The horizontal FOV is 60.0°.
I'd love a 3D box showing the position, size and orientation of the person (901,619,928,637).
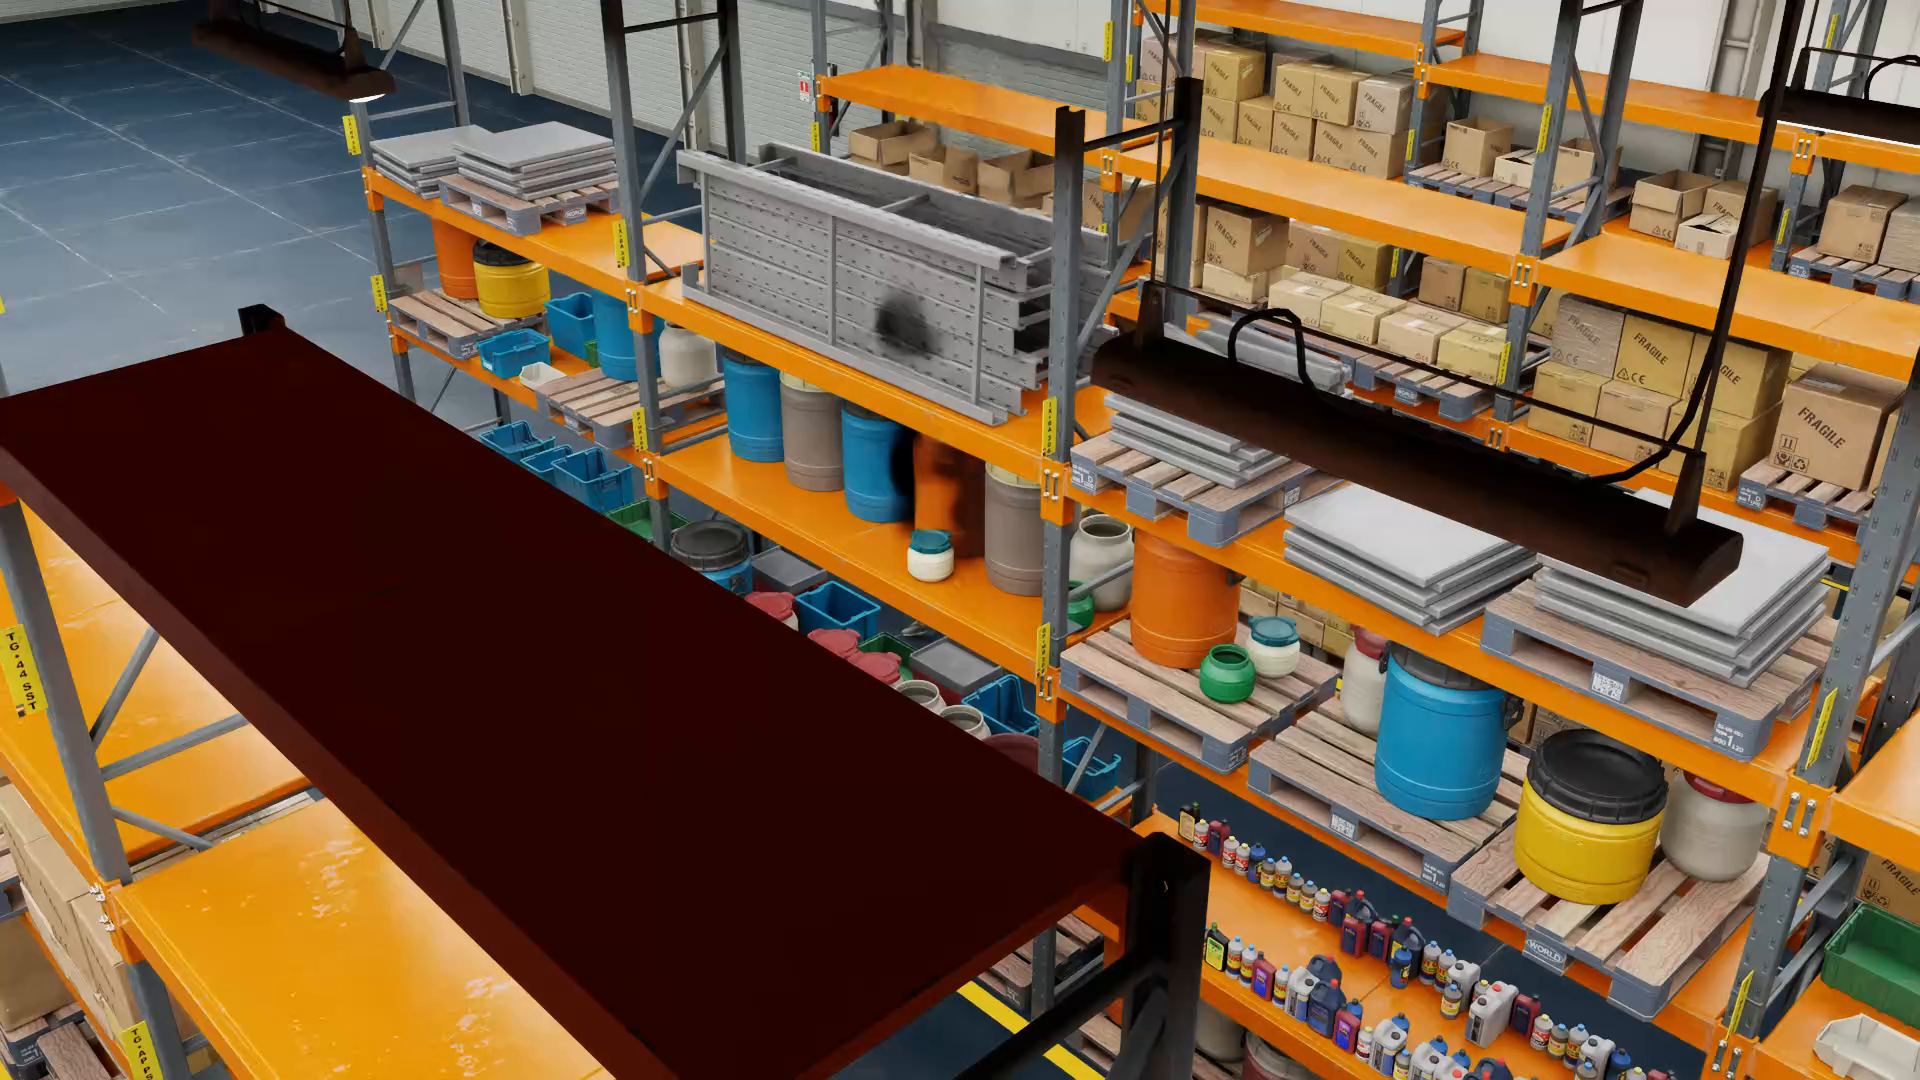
[{"bbox_3d":[-0.205,0.227,14.648,0.840,1.730,0.592,16,32,27],"label":"person"}]
